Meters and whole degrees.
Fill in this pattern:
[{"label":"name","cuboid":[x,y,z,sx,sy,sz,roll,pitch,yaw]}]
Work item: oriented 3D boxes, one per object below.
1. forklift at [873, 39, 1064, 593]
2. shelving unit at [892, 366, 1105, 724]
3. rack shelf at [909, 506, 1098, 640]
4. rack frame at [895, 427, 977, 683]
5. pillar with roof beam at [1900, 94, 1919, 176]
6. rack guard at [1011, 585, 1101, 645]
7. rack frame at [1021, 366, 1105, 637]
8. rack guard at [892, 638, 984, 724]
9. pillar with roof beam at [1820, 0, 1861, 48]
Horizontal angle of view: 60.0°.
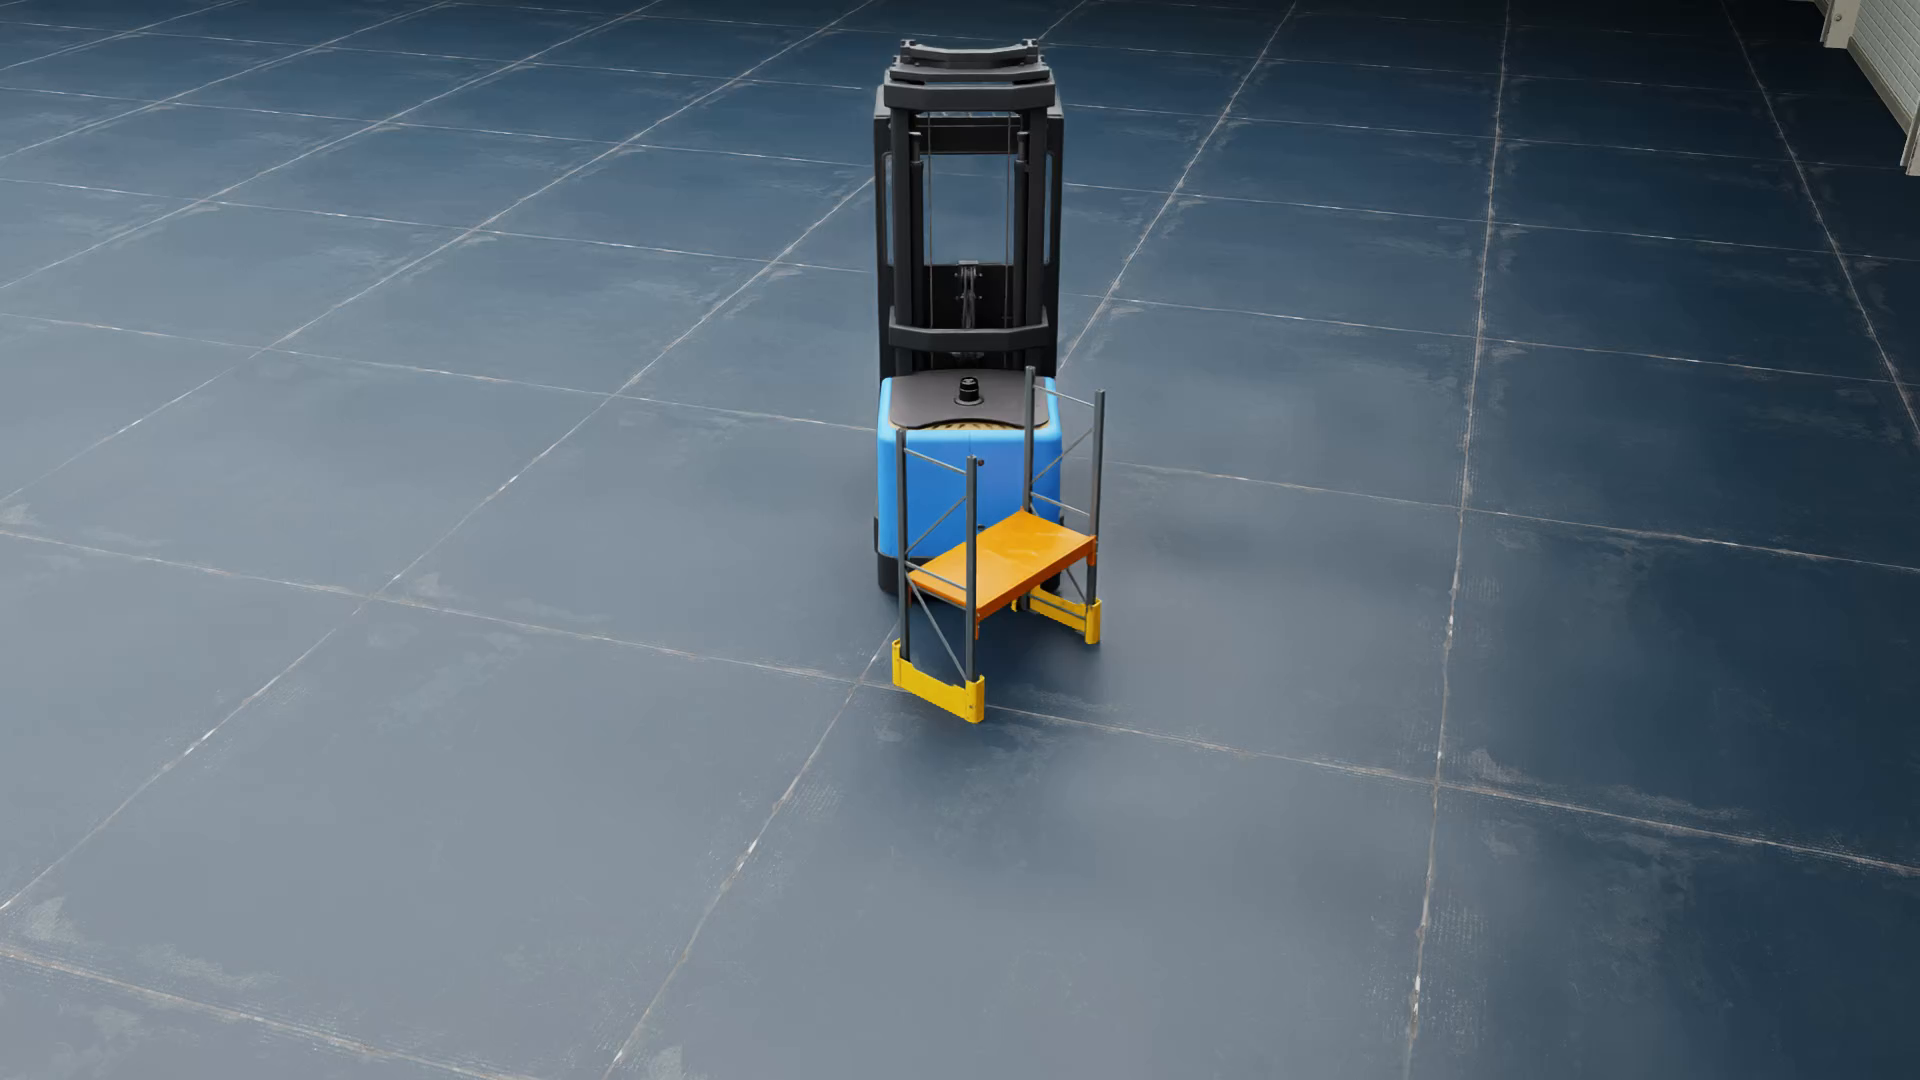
[{"label":"forklift","cuboid":[0.048,-1.648,10.198,1.130,2.935,3.031,0,29,0]},{"label":"shelving unit","cuboid":[0.209,0.004,8.700,0.587,1.500,1.083,23,36,35]},{"label":"rack shelf","cuboid":[0.215,0.158,8.793,0.538,0.185,1.000,23,36,35]},{"label":"rack frame","cuboid":[-0.117,0.188,8.370,0.500,1.500,0.032,23,36,35]},{"label":"pillar with roof beam","cuboid":[5.731,-8.334,15.975,9.100,9.000,0.400,8,30,15]},{"label":"rack guard","cuboid":[0.534,0.367,9.333,0.587,0.250,0.087,23,36,35]},{"label":"rack frame","cuboid":[0.547,-0.186,9.042,0.500,1.500,0.032,23,36,35]},{"label":"rack guard","cuboid":[-0.116,0.733,8.674,0.587,0.250,0.087,23,36,35]},{"label":"pillar with roof beam","cuboid":[7.492,-11.123,20.987,9.100,9.000,0.400,8,30,15]}]
